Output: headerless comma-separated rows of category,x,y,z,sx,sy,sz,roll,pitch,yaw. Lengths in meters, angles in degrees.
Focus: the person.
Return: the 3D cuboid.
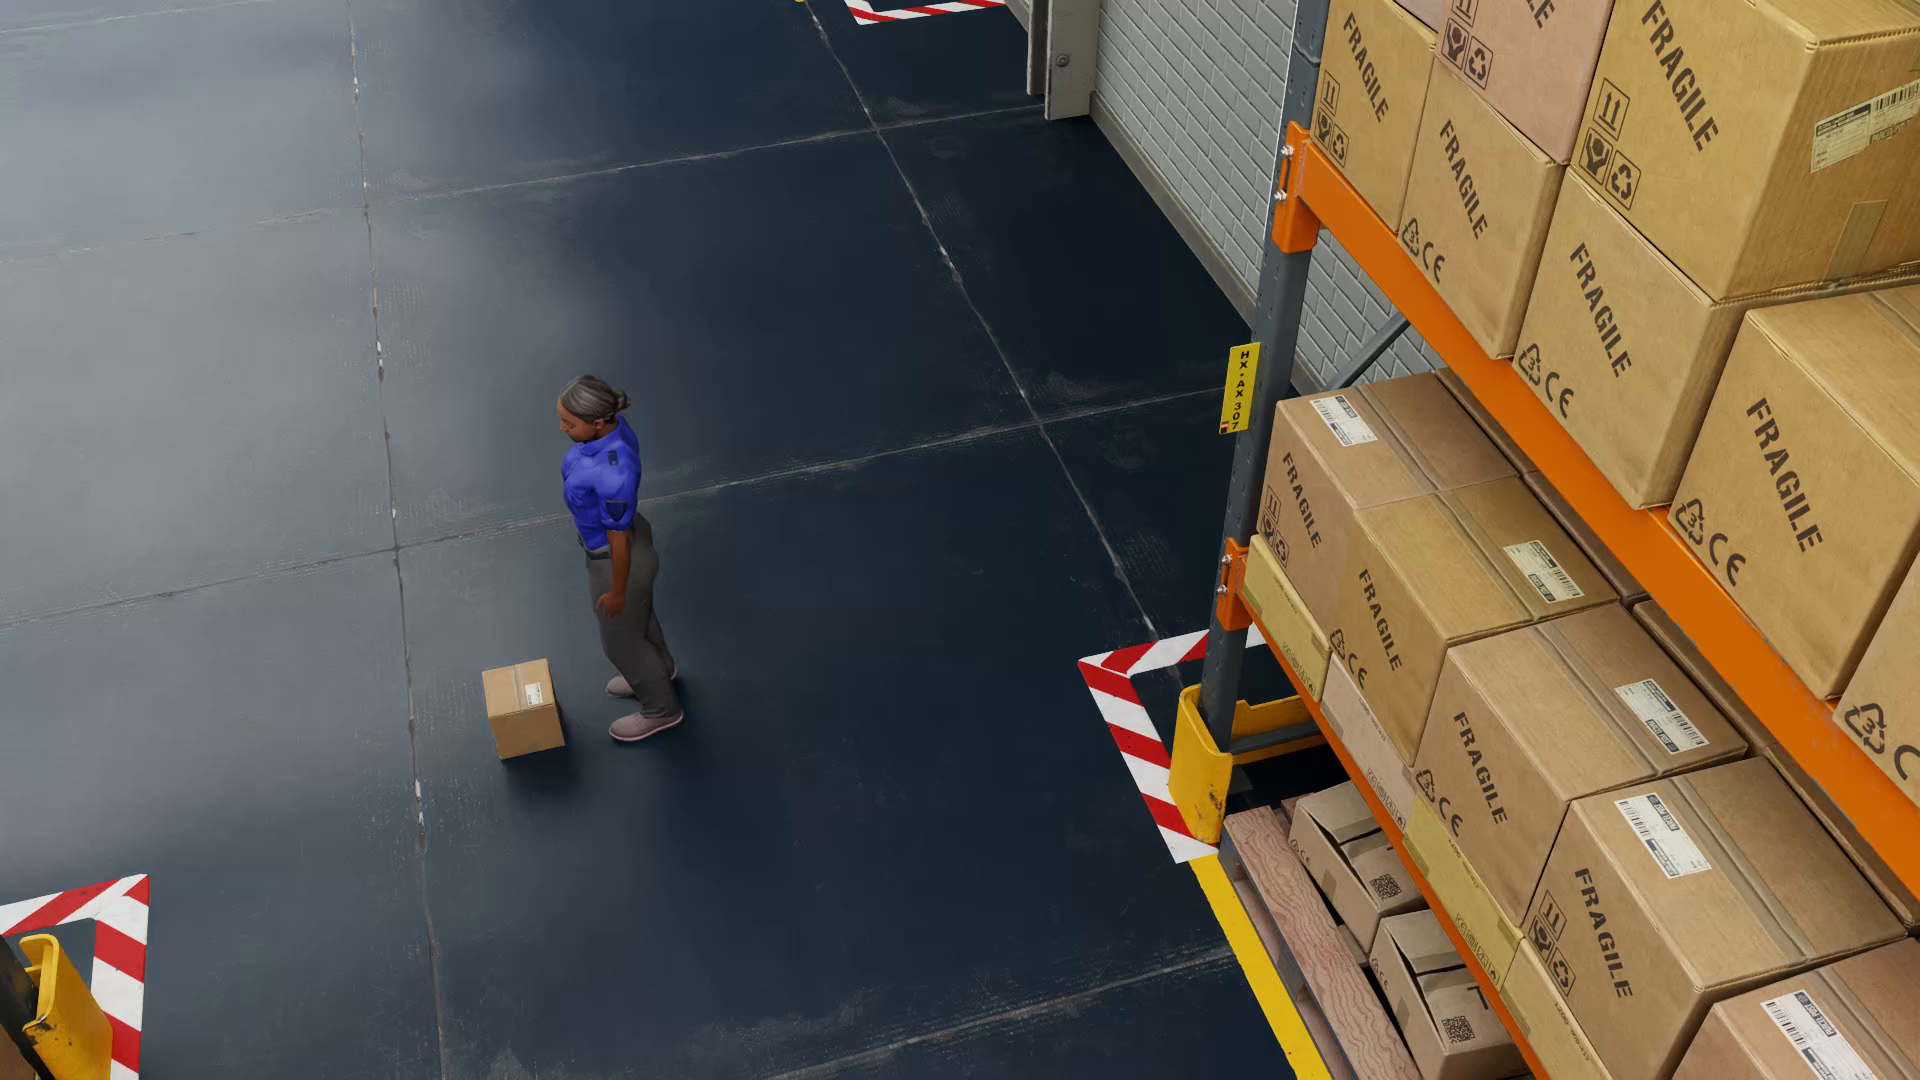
person,-1.258,0.074,6.099,0.308,1.666,0.438,-11,44,-12
